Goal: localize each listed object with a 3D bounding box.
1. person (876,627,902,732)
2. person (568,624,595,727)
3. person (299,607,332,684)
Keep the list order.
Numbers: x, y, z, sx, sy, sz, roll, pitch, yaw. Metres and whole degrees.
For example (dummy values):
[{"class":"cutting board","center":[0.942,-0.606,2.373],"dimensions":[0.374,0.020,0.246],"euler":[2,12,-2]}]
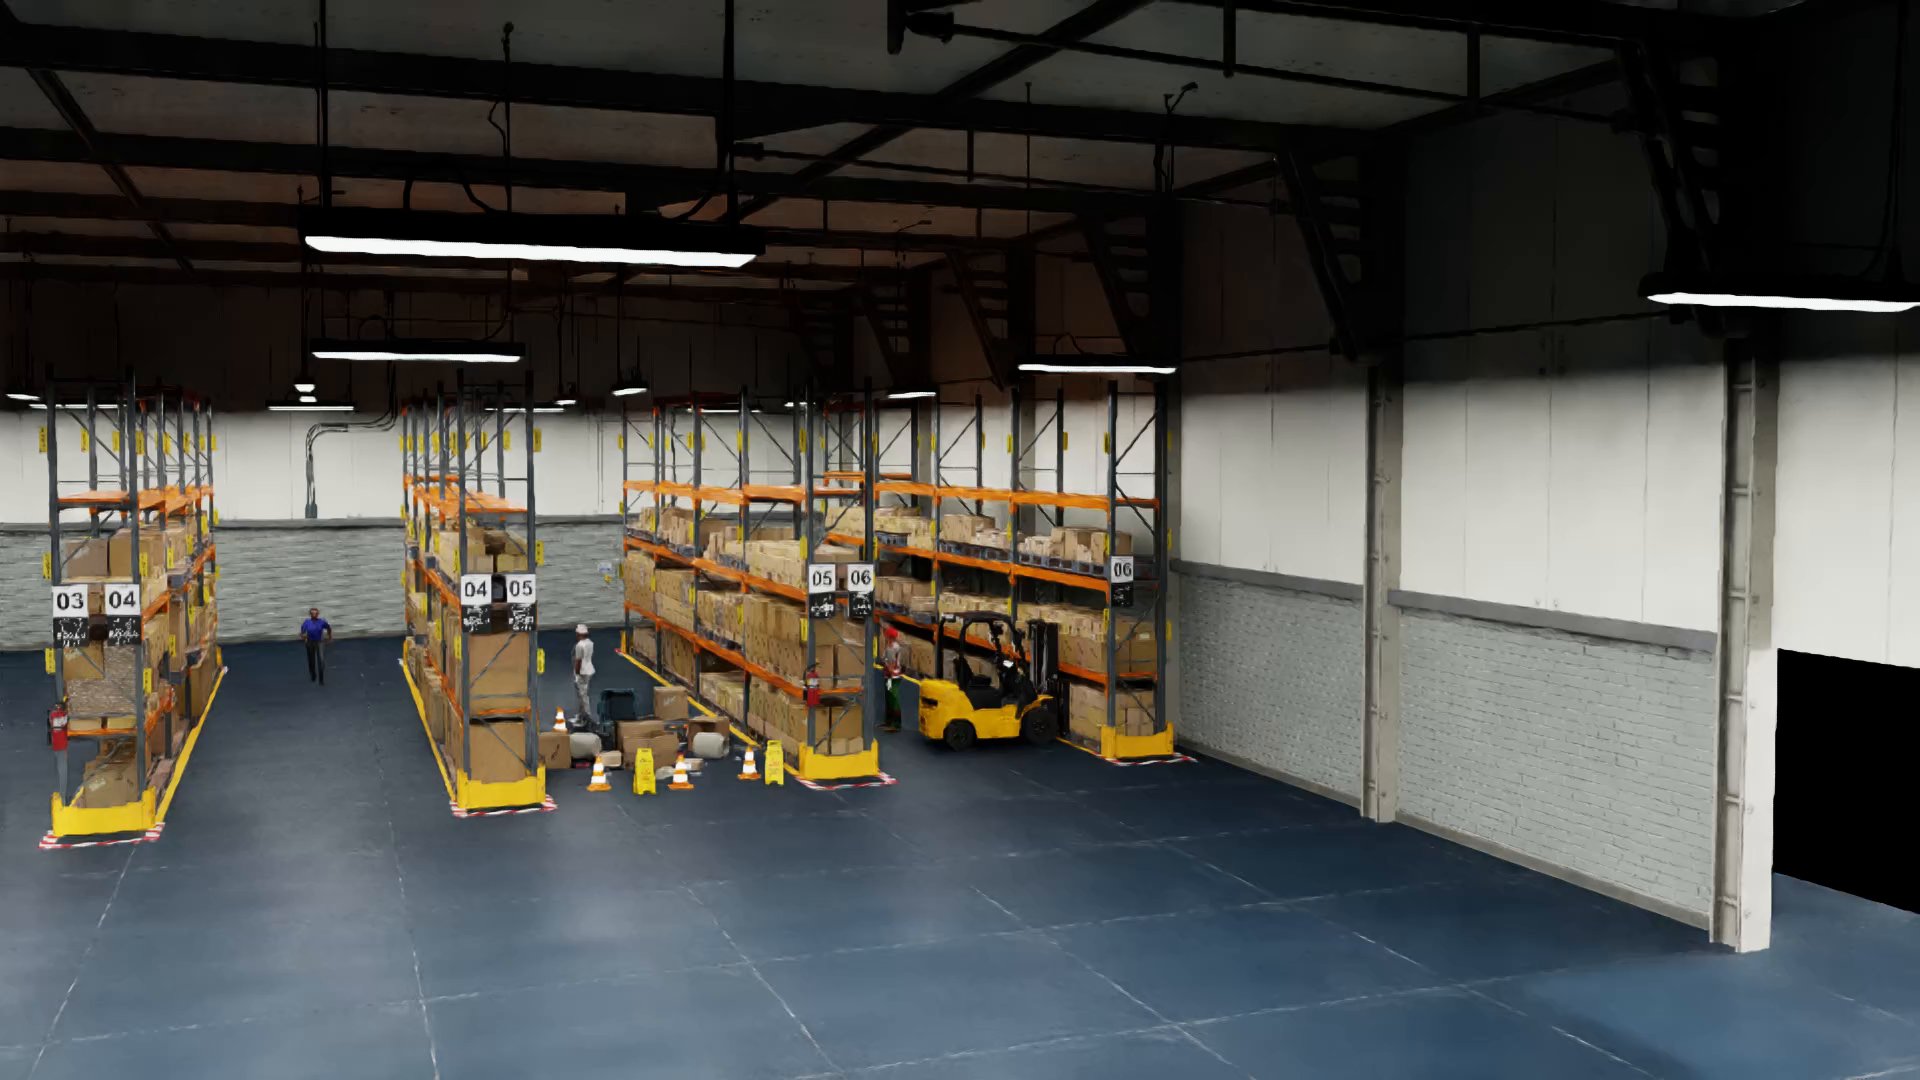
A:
[{"class":"person","center":[-1.236,2.406,28.871],"dimensions":[0.490,1.787,0.608],"euler":[1,3,9]},{"class":"person","center":[-6.725,2.377,29.378],"dimensions":[0.494,1.785,0.616],"euler":[1,3,9]},{"class":"person","center":[-13.458,2.187,34.720],"dimensions":[0.603,1.576,0.831],"euler":[-1,3,-16]}]
